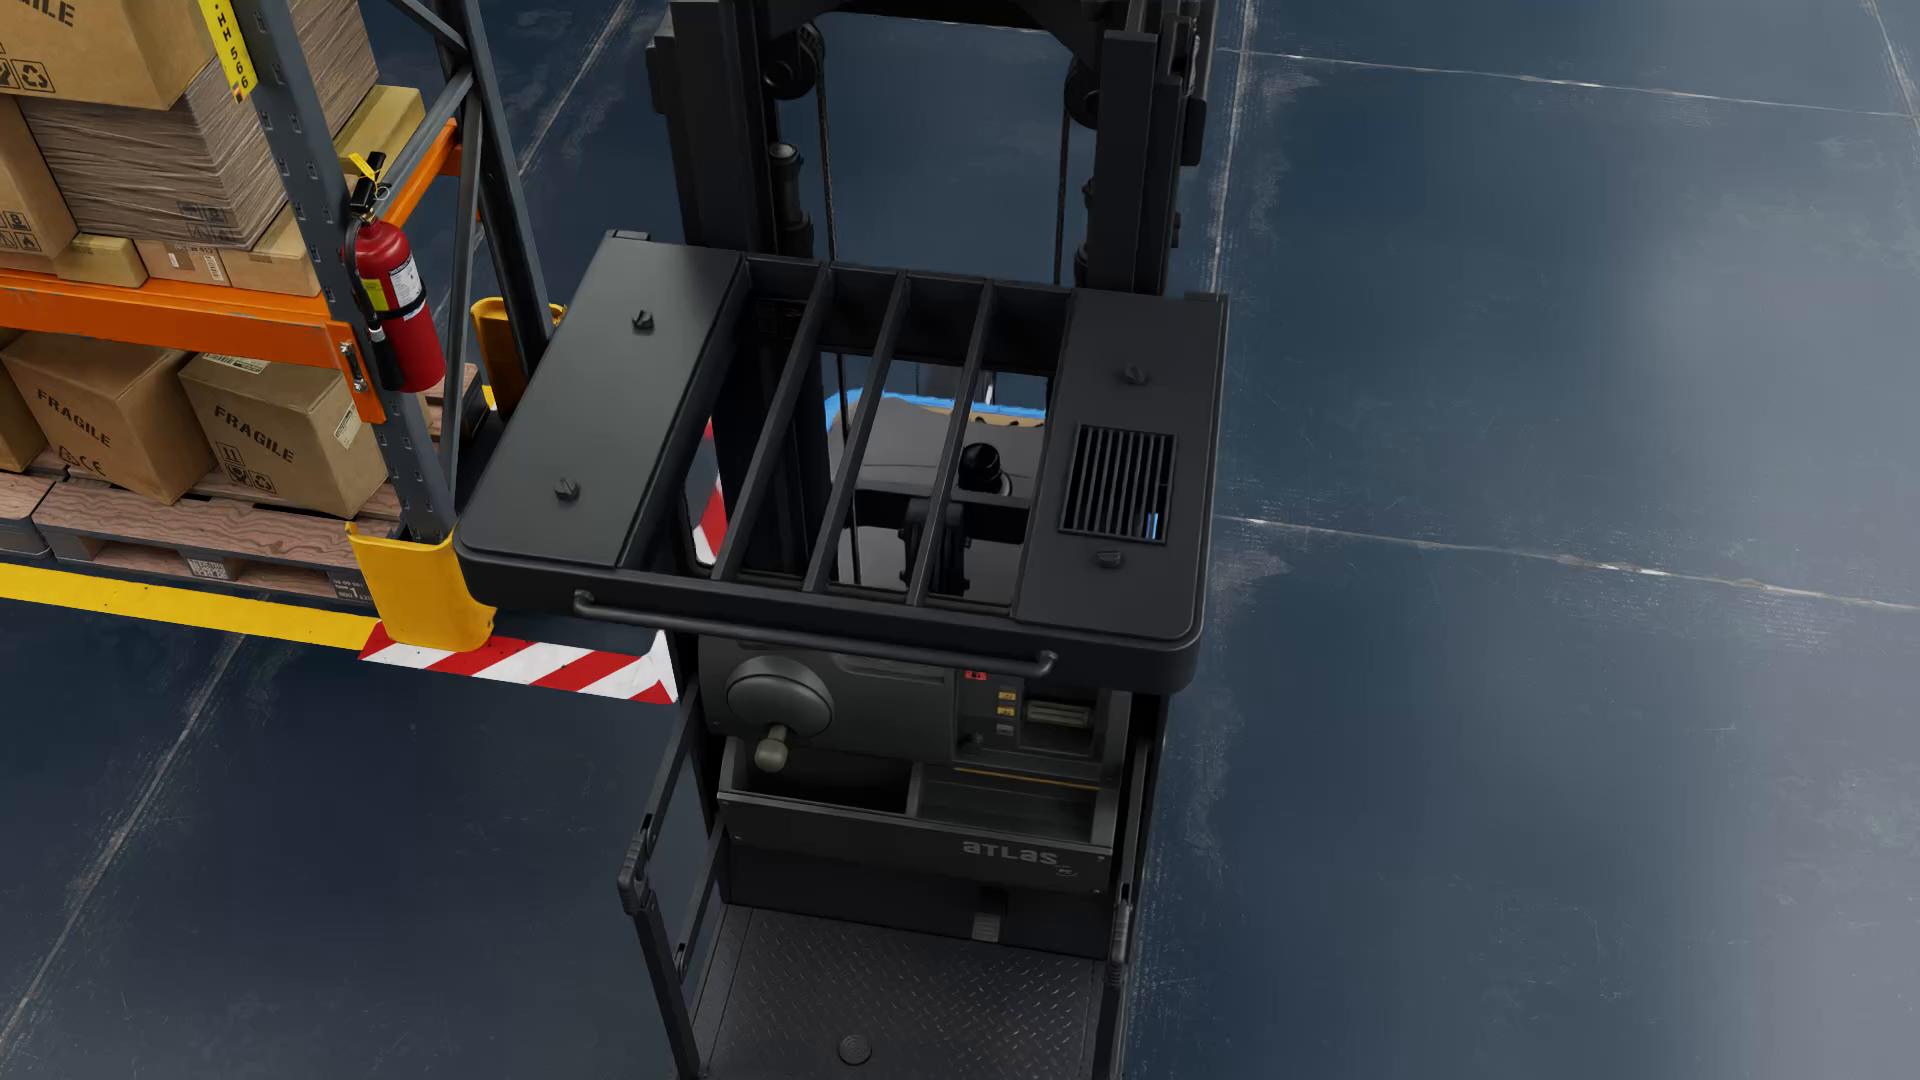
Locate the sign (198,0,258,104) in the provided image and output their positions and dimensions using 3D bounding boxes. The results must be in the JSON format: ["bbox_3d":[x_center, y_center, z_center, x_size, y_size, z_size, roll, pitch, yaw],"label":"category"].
[{"bbox_3d":[-1.672,-1.158,3.783,0.005,0.325,0.100,8,49,7],"label":"sign"}]

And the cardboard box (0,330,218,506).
[{"bbox_3d":[-2.759,-0.523,5.601,0.500,0.500,0.500,19,51,17],"label":"cardboard box"}]

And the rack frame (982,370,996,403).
[{"bbox_3d":[0.092,-0.288,5.404,0.006,0.900,0.240,8,49,7],"label":"rack frame"}]

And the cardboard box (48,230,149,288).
[{"bbox_3d":[-2.372,-0.900,4.711,0.250,0.149,0.380,8,49,7],"label":"cardboard box"}]

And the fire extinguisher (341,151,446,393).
[{"bbox_3d":[-1.523,-0.691,4.406,0.183,0.674,0.296,8,49,7],"label":"fire extinguisher"}]

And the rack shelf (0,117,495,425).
[{"bbox_3d":[-3.522,-1.093,5.199,4.000,0.370,1.077,8,49,7],"label":"rack shelf"}]

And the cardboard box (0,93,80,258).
[{"bbox_3d":[-2.603,-1.273,4.610,0.500,0.500,0.875,8,49,7],"label":"cardboard box"}]

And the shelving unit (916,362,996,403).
[{"bbox_3d":[-0.008,-0.302,5.416,0.210,0.900,0.258,8,49,7],"label":"shelving unit"}]

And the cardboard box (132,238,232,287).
[{"bbox_3d":[-2.117,-0.905,4.715,0.250,0.149,0.380,8,49,7],"label":"cardboard box"}]

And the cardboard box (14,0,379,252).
[{"bbox_3d":[-2.090,-1.295,4.629,0.500,0.500,0.875,8,49,7],"label":"cardboard box"}]

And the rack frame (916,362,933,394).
[{"bbox_3d":[-0.108,-0.315,5.428,0.006,0.900,0.240,8,49,7],"label":"rack frame"}]

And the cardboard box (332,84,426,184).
[{"bbox_3d":[-1.791,-1.197,4.978,0.250,0.149,0.380,8,49,7],"label":"cardboard box"}]

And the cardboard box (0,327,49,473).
[{"bbox_3d":[-3.372,-0.619,5.688,0.500,0.500,0.500,12,49,10],"label":"cardboard box"}]

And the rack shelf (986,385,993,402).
[{"bbox_3d":[-0.008,-0.400,5.307,0.200,0.077,0.258,8,49,7],"label":"rack shelf"}]

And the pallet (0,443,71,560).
[{"bbox_3d":[-3.618,-0.443,6.006,1.213,0.211,1.003,8,49,7],"label":"pallet"}]

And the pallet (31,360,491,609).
[{"bbox_3d":[-2.421,-0.280,5.860,1.213,0.211,1.003,8,49,7],"label":"pallet"}]

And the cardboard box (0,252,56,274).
[{"bbox_3d":[-2.615,-0.945,4.751,0.250,0.149,0.380,8,49,7],"label":"cardboard box"}]

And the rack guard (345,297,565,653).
[{"bbox_3d":[-1.628,-0.243,5.633,0.348,0.500,1.175,8,49,7],"label":"rack guard"}]

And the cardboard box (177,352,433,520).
[{"bbox_3d":[-2.165,-0.469,5.553,0.500,0.500,0.500,16,50,14],"label":"cardboard box"}]

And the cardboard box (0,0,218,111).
[{"bbox_3d":[-2.139,-1.428,4.077,0.500,0.500,0.500,8,49,7],"label":"cardboard box"}]

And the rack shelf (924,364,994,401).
[{"bbox_3d":[-0.008,-0.460,5.240,0.200,0.077,0.258,8,49,7],"label":"rack shelf"}]

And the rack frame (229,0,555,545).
[{"bbox_3d":[-1.553,-1.069,4.694,0.127,3.000,1.000,8,49,7],"label":"rack frame"}]

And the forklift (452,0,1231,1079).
[{"bbox_3d":[-0.132,0.436,3.388,1.130,2.935,3.031,7,48,6],"label":"forklift"}]

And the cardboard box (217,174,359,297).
[{"bbox_3d":[-1.871,-0.871,4.685,0.250,0.149,0.380,8,49,7],"label":"cardboard box"}]
